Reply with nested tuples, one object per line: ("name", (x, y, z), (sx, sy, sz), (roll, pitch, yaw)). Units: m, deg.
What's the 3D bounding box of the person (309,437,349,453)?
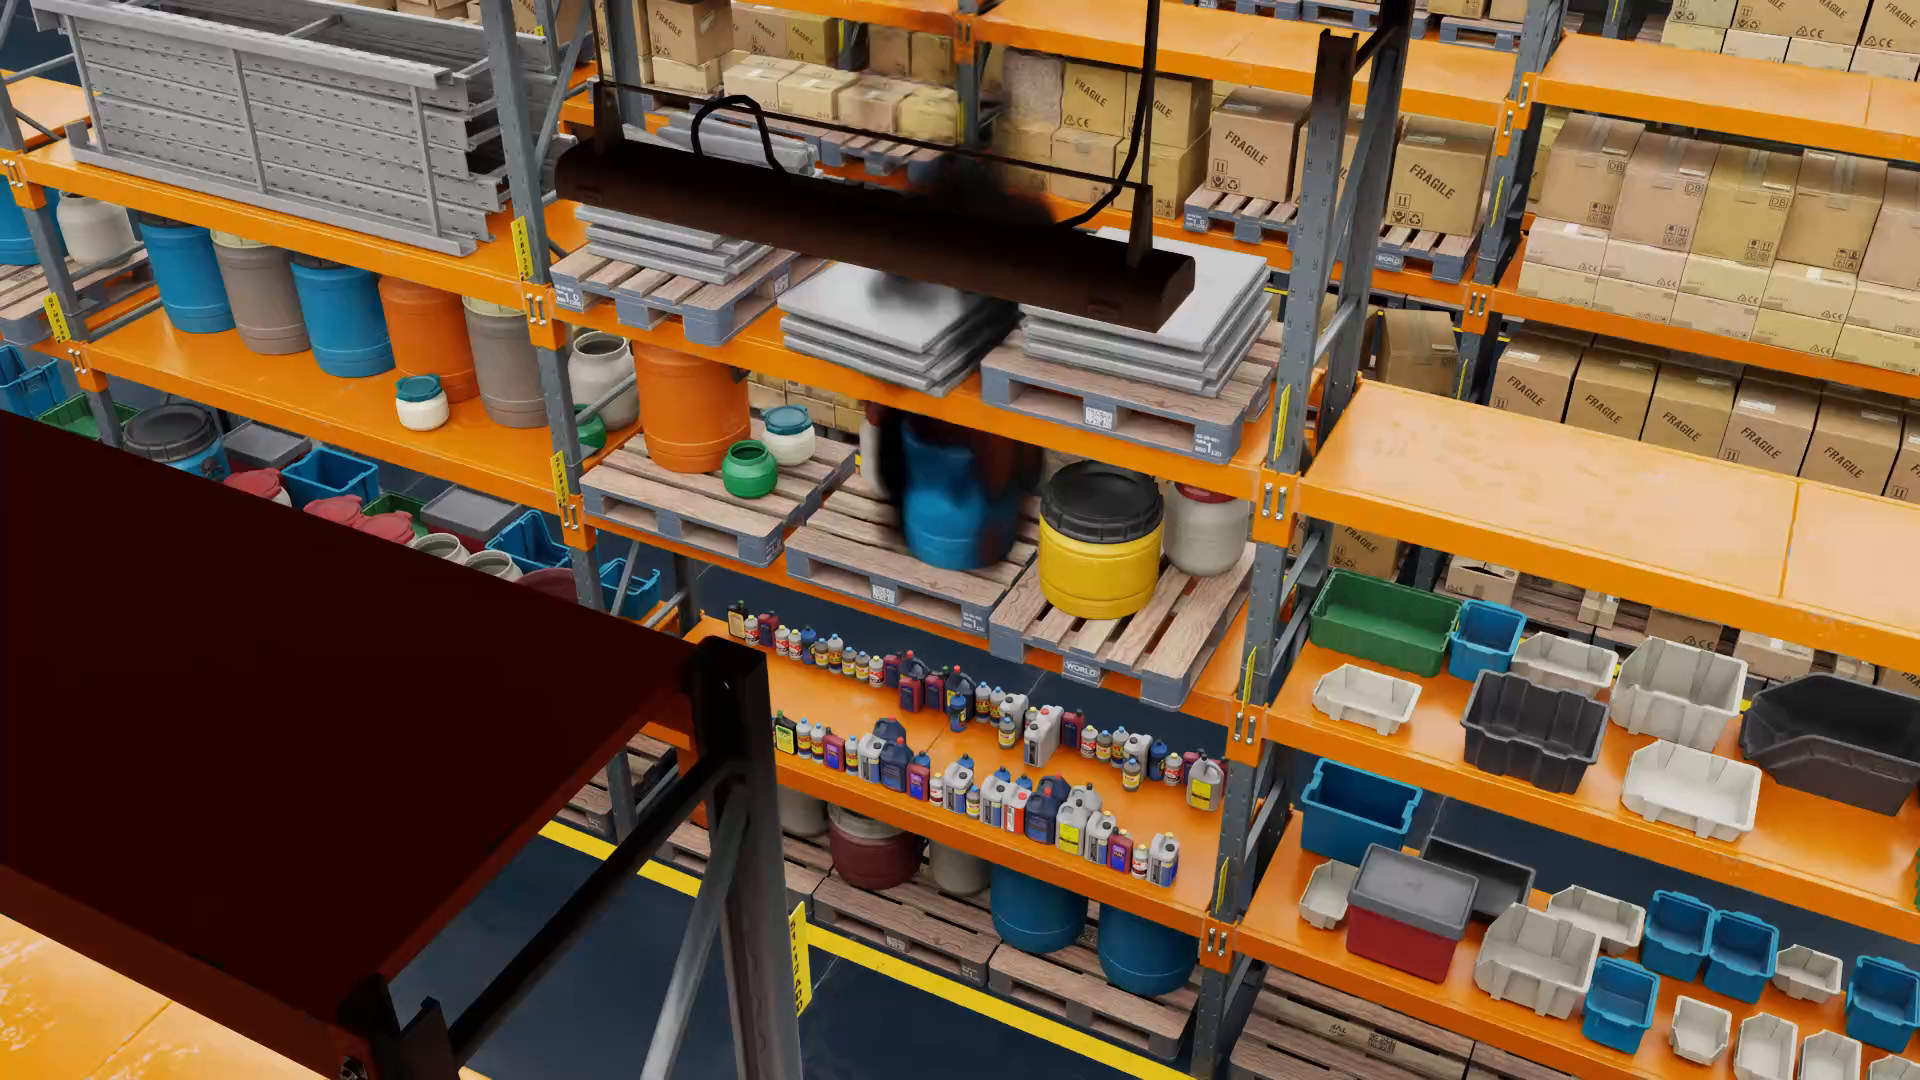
("person", (-5.321, -0.707, 13.477), (0.638, 1.617, 0.590), (-21, 40, -27))
